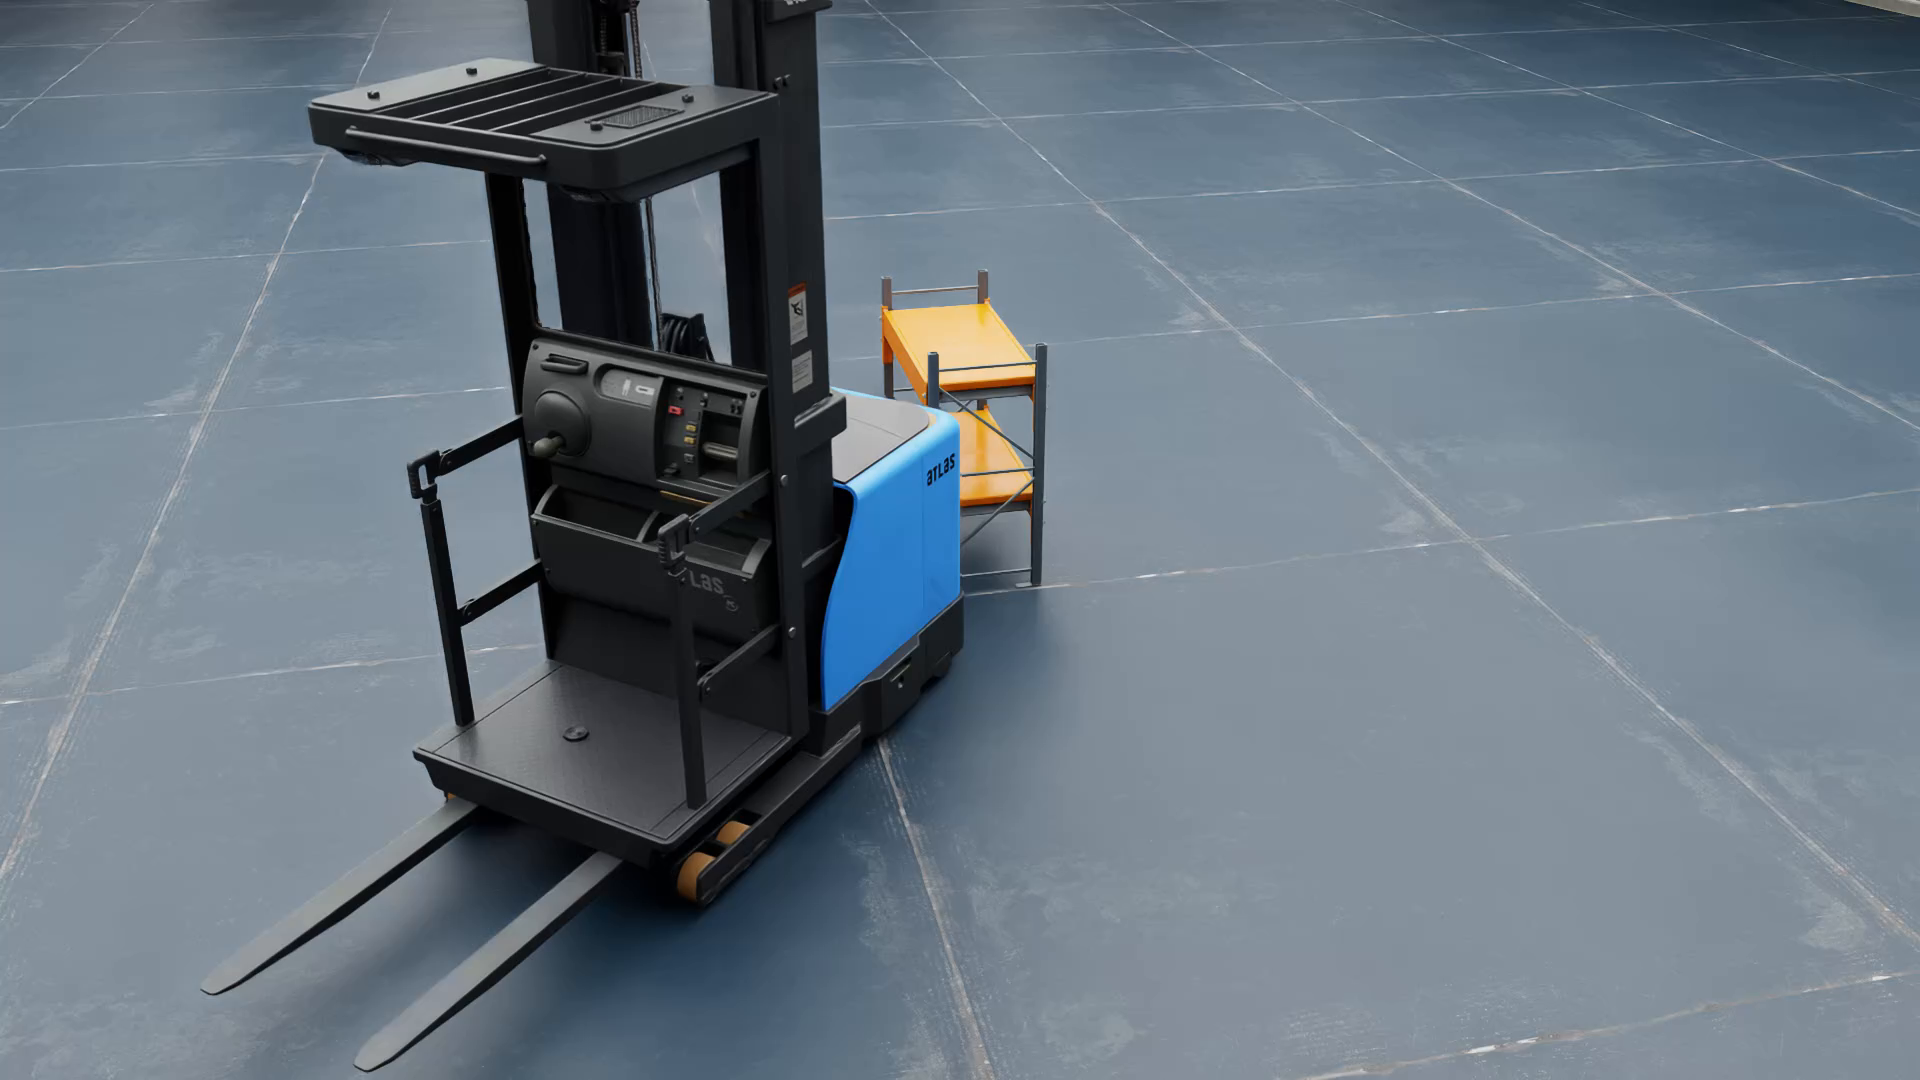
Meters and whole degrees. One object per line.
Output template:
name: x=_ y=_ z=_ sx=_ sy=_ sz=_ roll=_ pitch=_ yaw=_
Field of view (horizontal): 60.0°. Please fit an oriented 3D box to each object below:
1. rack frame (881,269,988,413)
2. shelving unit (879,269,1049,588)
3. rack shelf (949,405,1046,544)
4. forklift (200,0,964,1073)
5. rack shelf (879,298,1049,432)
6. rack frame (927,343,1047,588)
rack frame: x=-0.116 y=-0.728 z=7.945 sx=0.500 sy=1.125 sz=0.032 roll=-6 pitch=27 yaw=-12
shelving unit: x=-0.002 y=-0.505 z=7.502 sx=0.538 sy=1.125 sz=1.048 roll=-6 pitch=27 yaw=-12
rack shelf: x=-0.002 y=-0.287 z=7.613 sx=0.538 sy=0.278 sz=1.000 roll=-6 pitch=27 yaw=-12
forklift: x=-1.140 y=-0.358 z=5.207 sx=1.130 sy=2.935 sz=3.031 roll=14 pitch=30 yaw=26
rack shelf: x=-0.002 y=-0.766 z=7.371 sx=0.538 sy=0.278 sz=1.000 roll=-6 pitch=27 yaw=-12
rack frame: x=0.113 y=-0.282 z=7.060 sx=0.500 sy=1.125 sz=0.032 roll=-6 pitch=27 yaw=-12
